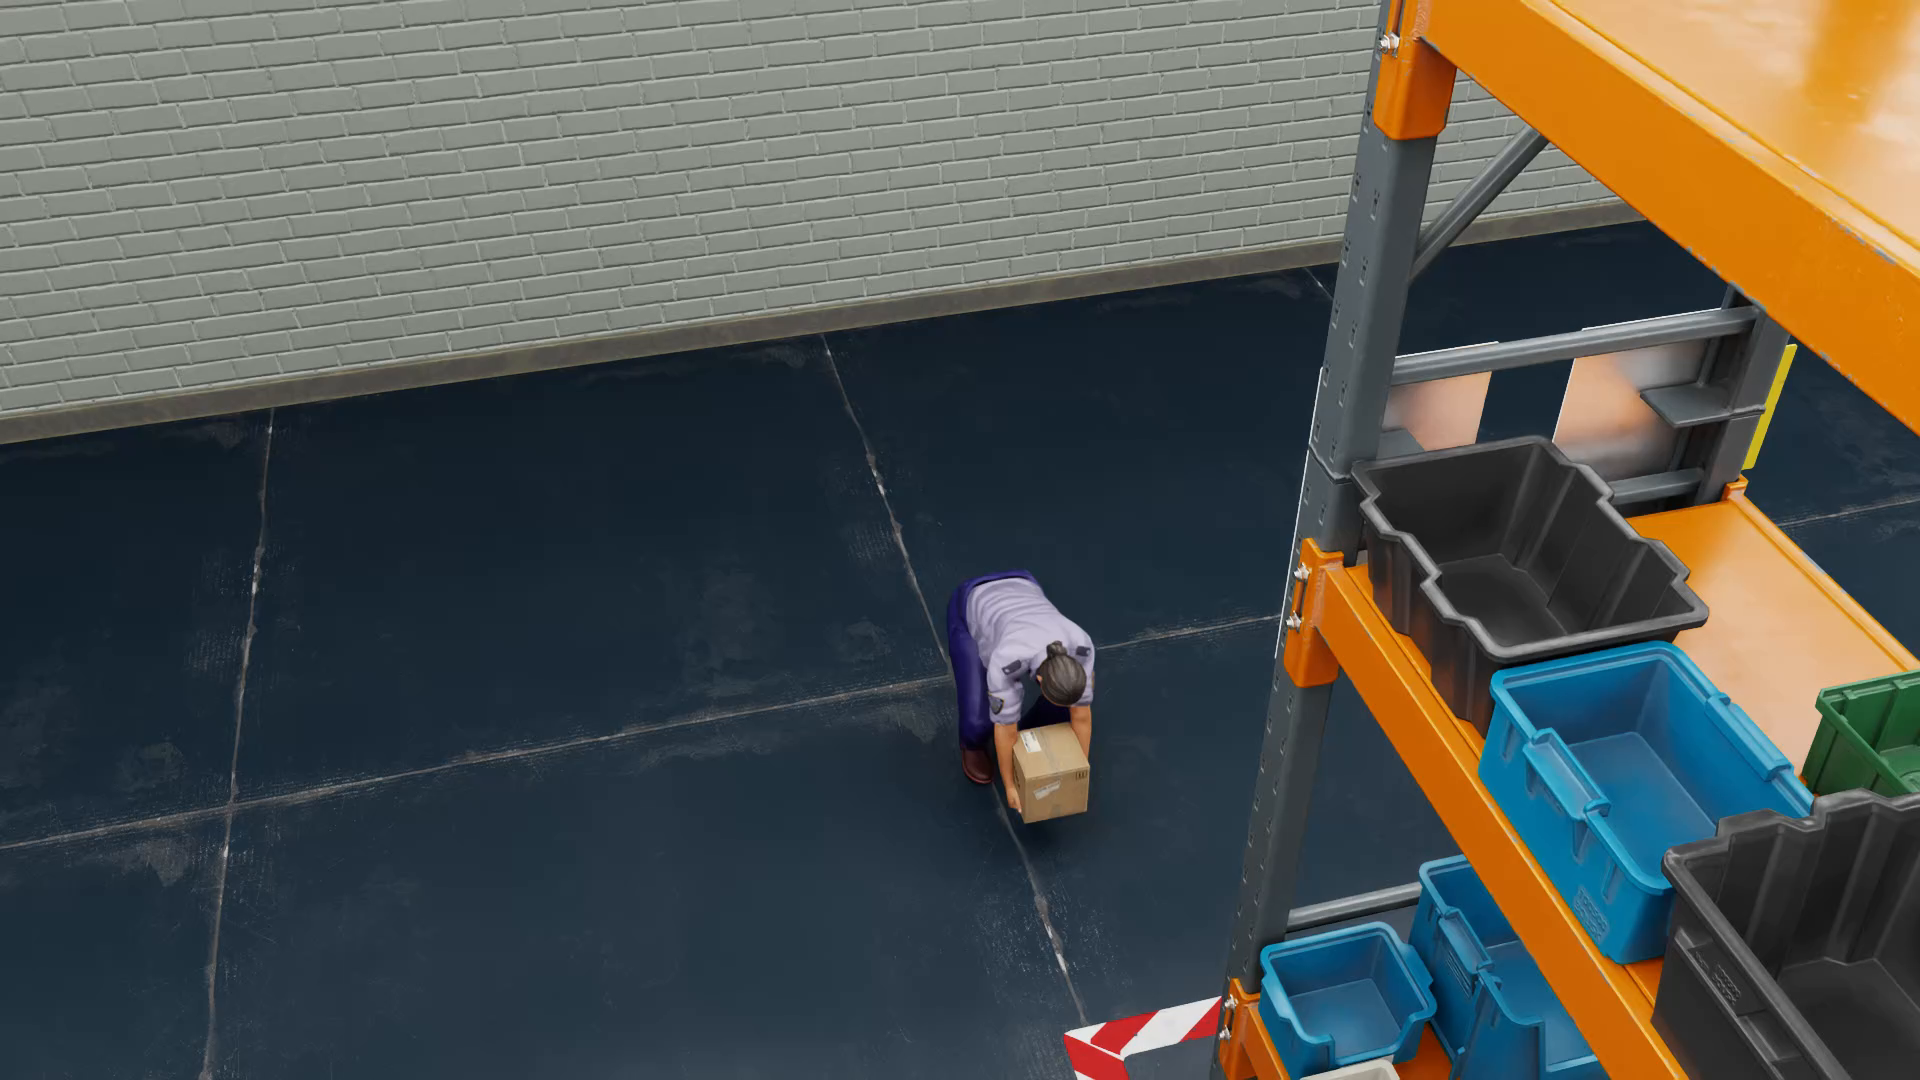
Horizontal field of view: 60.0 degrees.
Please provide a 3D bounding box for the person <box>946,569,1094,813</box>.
[{"bbox_3d":[0.243,0.603,6.509,0.507,0.975,0.891,-11,40,-14],"label":"person"}]
